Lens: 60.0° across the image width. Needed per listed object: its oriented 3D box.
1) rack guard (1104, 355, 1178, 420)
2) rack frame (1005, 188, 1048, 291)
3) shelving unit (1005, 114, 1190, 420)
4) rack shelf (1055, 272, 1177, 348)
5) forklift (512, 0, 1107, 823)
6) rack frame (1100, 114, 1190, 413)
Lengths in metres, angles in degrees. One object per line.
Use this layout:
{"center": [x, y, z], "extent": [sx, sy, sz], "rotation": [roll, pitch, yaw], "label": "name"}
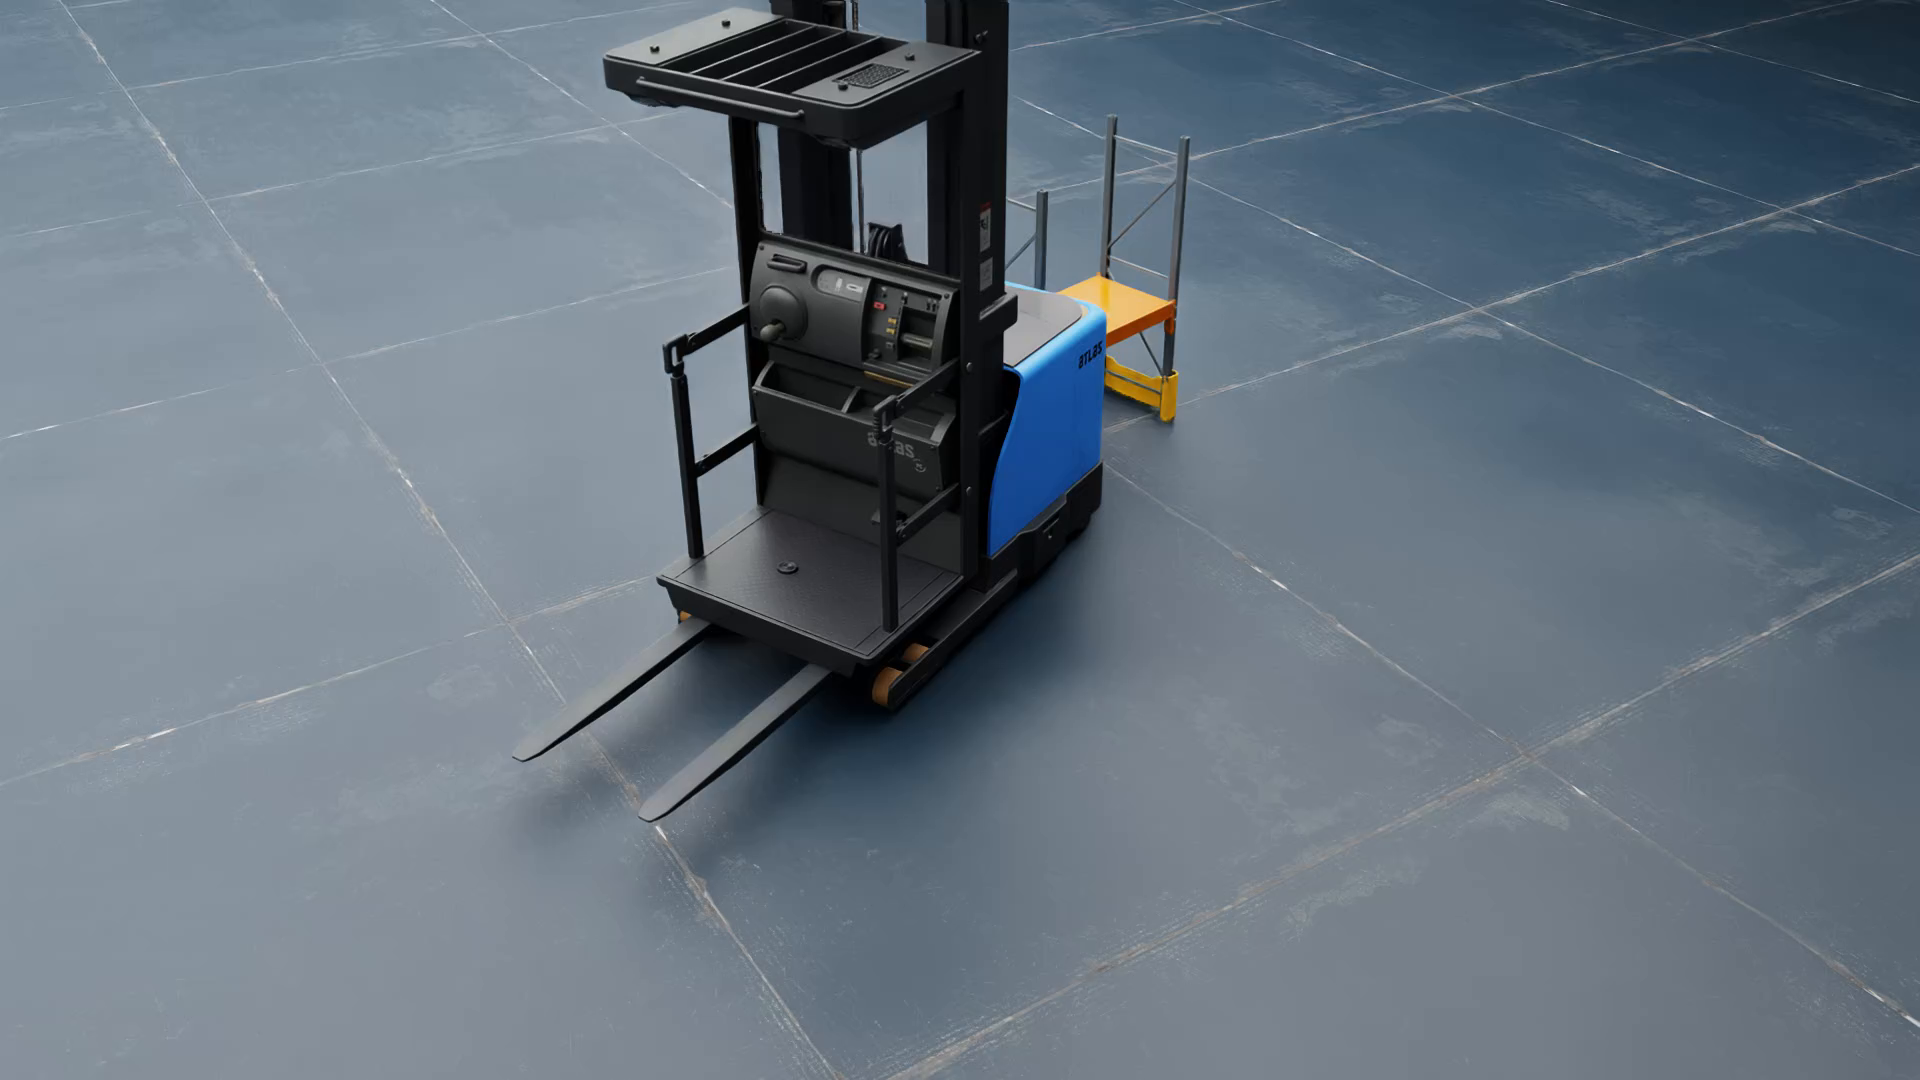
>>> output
{"center": [0.908, -0.858, 8.876], "extent": [0.587, 0.250, 0.087], "rotation": [28, 42, 37], "label": "rack guard"}
{"center": [0.205, -1.009, 7.944], "extent": [0.500, 1.500, 0.032], "rotation": [28, 42, 37], "label": "rack frame"}
{"center": [0.557, -1.198, 8.244], "extent": [0.587, 1.500, 1.083], "rotation": [28, 42, 37], "label": "shelving unit"}
{"center": [0.563, -1.049, 8.345], "extent": [0.538, 0.185, 1.000], "rotation": [28, 42, 37], "label": "rack shelf"}
{"center": [-0.546, -0.848, 6.347], "extent": [1.130, 2.935, 3.031], "rotation": [19, 37, 27], "label": "forklift"}
{"center": [0.922, -1.394, 8.554], "extent": [0.500, 1.500, 0.032], "rotation": [28, 42, 37], "label": "rack frame"}
